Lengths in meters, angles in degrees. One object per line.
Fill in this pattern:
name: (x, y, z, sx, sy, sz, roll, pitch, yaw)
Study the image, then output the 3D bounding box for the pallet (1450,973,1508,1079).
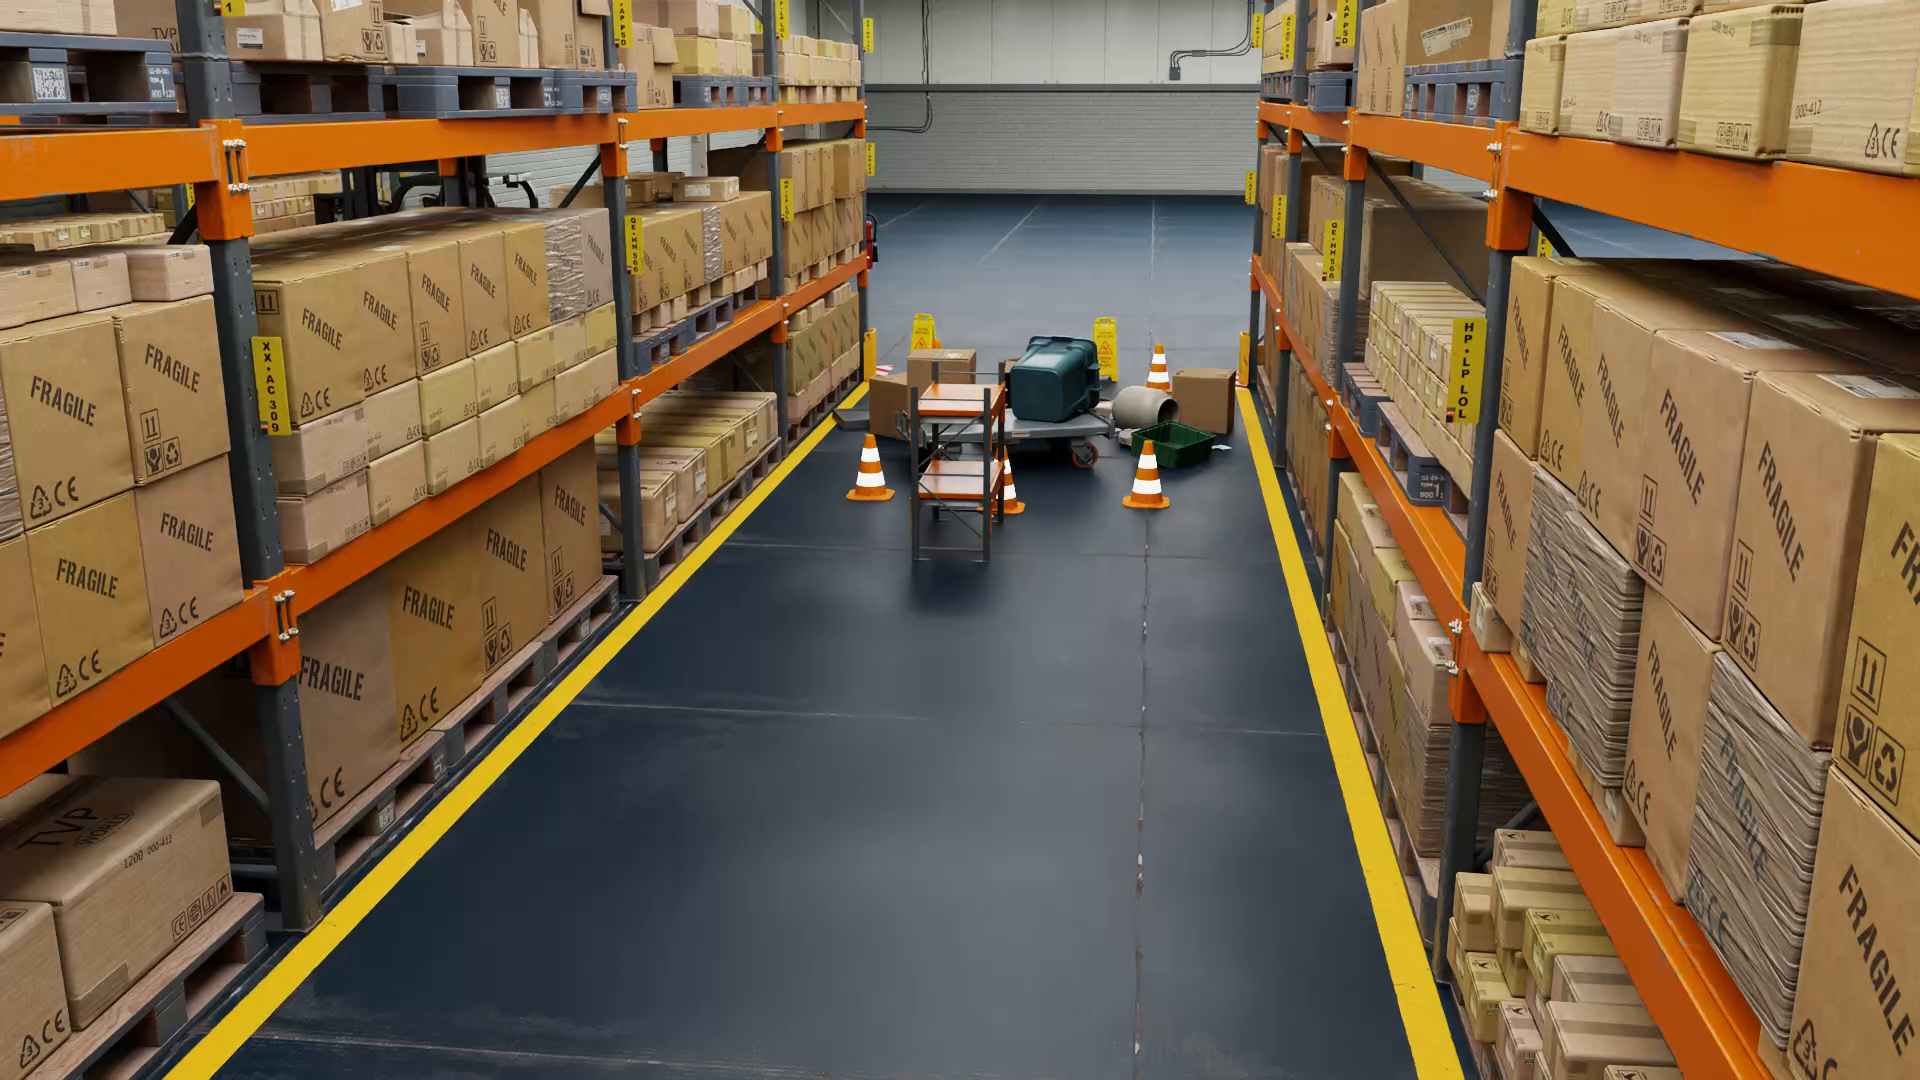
pallet: (2.070, 1.576, 4.931, 1.003, 0.211, 1.213, 2, 15, 6)

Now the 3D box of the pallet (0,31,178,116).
pallet: (-2.922, -1.259, 4.494, 1.003, 0.211, 1.213, 2, 15, 6)

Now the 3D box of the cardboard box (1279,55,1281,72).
cardboard box: (2.851, -3.966, 13.820, 0.380, 0.149, 0.250, 2, 15, 7)

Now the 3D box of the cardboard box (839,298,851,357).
cardboard box: (-1.352, -2.064, 16.075, 0.500, 0.500, 0.500, 2, 15, 8)

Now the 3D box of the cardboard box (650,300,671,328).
cardboard box: (-2.005, -1.405, 10.288, 0.380, 0.149, 0.250, 1, 15, 3)

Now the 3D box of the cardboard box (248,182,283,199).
cardboard box: (-6.452, -3.201, 15.249, 0.380, 0.149, 0.250, 2, 15, 6)

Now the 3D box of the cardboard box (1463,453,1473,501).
cardboard box: (1.987, -0.203, 5.845, 0.380, 0.149, 0.250, 2, 15, 7)

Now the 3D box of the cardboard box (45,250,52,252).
cardboard box: (-6.840, -1.923, 11.857, 0.500, 0.250, 0.500, 2, 15, 7)

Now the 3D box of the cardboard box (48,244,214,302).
cardboard box: (-2.538, -0.820, 5.099, 0.380, 0.149, 0.250, 1, 15, 5)

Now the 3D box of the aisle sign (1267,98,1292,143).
aisle sign: (3.174, -4.340, 16.486, 0.394, 0.787, 0.004, 2, 15, 6)

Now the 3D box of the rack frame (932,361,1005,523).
rack frame: (0.057, -0.673, 11.496, 0.500, 1.125, 0.032, 2, 15, 6)

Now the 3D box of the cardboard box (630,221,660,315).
cardboard box: (-2.087, -1.607, 9.793, 0.500, 0.500, 0.500, 1, 15, 5)

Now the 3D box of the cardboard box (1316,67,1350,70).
cardboard box: (2.697, -3.505, 11.894, 0.258, 0.266, 0.396, 1, 15, 5)

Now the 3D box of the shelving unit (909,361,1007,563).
shelving unit: (-0.001, -0.541, 11.009, 0.538, 1.125, 1.048, 2, 15, 6)

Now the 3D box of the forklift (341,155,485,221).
forklift: (-4.479, -2.248, 13.862, 1.130, 2.935, 3.031, -4, 16, -14)

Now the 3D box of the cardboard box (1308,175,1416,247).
cardboard box: (2.963, -2.423, 12.268, 0.700, 0.500, 0.500, 1, 15, 5)

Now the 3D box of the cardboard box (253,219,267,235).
cardboard box: (-6.497, -2.577, 14.753, 0.500, 0.500, 0.500, 2, 15, 7)

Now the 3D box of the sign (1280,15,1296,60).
sign: (2.461, -3.772, 12.478, 0.100, 0.325, 0.005, 2, 15, 6)

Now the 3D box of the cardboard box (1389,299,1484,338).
cardboard box: (2.227, -1.036, 7.783, 0.380, 0.149, 0.250, 1, 15, 4)

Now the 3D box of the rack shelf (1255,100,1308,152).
rack shelf: (3.239, -3.640, 14.509, 1.077, 0.370, 4.000, 2, 15, 6)

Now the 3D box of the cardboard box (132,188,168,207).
cardboard box: (-7.044, -2.946, 14.306, 0.380, 0.149, 0.250, 1, 15, 5)

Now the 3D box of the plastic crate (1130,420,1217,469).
plastic crate: (1.731, -0.775, 13.557, 0.450, 0.188, 0.662, 22, 25, 31)

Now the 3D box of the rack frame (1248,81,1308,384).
rack frame: (3.464, -3.058, 16.725, 1.000, 3.000, 0.127, 2, 15, 6)

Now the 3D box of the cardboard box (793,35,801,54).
cardboard box: (-1.518, -4.060, 13.639, 0.380, 0.149, 0.250, 1, 15, 4)

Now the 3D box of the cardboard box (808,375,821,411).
cardboard box: (-1.533, -1.299, 14.684, 0.500, 0.250, 0.500, 3, 15, 9)

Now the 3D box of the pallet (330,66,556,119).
pallet: (-2.511, -2.001, 7.431, 1.003, 0.211, 1.213, 2, 15, 9)

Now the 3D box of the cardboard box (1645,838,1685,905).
cardboard box: (1.669, 0.653, 3.481, 0.380, 0.149, 0.250, 2, 15, 8)

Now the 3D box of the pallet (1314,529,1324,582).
pallet: (2.726, 0.161, 10.163, 1.003, 0.211, 1.213, 2, 15, 6)

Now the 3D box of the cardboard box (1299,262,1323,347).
cardboard box: (2.514, -1.548, 10.949, 0.500, 0.500, 0.500, 2, 15, 7)

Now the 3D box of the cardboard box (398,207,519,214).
cardboard box: (-2.667, -1.513, 8.904, 0.500, 0.500, 0.500, 1, 15, 4)

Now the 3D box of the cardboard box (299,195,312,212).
cardboard box: (-6.397, -3.191, 15.781, 0.380, 0.149, 0.250, 2, 15, 6)

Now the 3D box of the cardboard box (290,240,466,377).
cardboard box: (-2.395, -0.965, 6.876, 0.500, 0.500, 0.500, 1, 15, 5)

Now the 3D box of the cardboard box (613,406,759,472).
cardboard box: (-2.051, -0.752, 12.425, 0.950, 0.372, 0.625, 3, 15, 10)

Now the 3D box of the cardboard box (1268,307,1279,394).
cardboard box: (3.356, -1.829, 15.446, 0.875, 0.875, 0.875, 1, 15, 5)

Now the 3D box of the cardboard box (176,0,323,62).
cardboard box: (-2.415, -1.771, 5.670, 0.396, 0.266, 0.258, 2, 15, 6)

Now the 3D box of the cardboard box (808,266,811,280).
cardboard box: (-1.524, -2.361, 14.629, 0.380, 0.149, 0.250, 2, 15, 6)

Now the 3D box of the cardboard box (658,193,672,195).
cardboard box: (-2.255, -2.422, 12.805, 0.500, 0.500, 0.500, 2, 15, 8)

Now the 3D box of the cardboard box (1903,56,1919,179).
cardboard box: (1.498, -0.542, 1.961, 0.500, 0.250, 0.500, 2, 15, 6)

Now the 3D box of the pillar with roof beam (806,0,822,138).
pillar with roof beam: (0.291, -13.719, 44.657, 9.100, 9.000, 0.400, 2, 15, 6)

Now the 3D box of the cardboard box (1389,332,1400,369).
cardboard box: (2.224, -0.884, 7.790, 0.380, 0.149, 0.250, 2, 15, 7)

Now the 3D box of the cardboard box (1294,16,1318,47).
cardboard box: (2.814, -3.926, 12.910, 0.500, 0.250, 0.500, 2, 15, 6)

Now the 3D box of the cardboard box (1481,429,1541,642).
cardboard box: (1.804, -0.017, 4.715, 0.500, 0.500, 0.500, 1, 15, 5)

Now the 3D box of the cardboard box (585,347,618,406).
cardboard box: (-2.167, -0.892, 9.000, 0.500, 0.250, 0.500, 1, 15, 4)

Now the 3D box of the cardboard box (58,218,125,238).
cardboard box: (-6.758, -2.422, 12.939, 0.380, 0.149, 0.250, 2, 15, 6)

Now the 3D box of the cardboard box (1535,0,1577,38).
cardboard box: (1.818, -1.445, 4.342, 0.500, 0.250, 0.500, 2, 15, 8)

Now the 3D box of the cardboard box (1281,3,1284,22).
cardboard box: (2.851, -4.350, 13.715, 0.380, 0.149, 0.250, 2, 15, 6)

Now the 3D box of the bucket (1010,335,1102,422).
bucket: (0.738, -1.277, 13.499, 0.726, 0.611, 0.620, 7, 27, 25)

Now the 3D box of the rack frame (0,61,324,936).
rack frame: (-2.819, -0.065, 5.657, 1.000, 3.000, 0.127, 2, 15, 6)

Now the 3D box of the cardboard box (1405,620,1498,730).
cardboard box: (1.943, 0.496, 6.130, 0.500, 0.250, 0.500, 1, 15, 5)

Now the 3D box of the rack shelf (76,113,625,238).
rack shelf: (-2.594, -1.685, 7.278, 1.077, 0.370, 4.000, 2, 15, 6)

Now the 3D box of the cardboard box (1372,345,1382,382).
cardboard box: (2.280, -0.885, 8.365, 0.380, 0.149, 0.250, 2, 15, 9)

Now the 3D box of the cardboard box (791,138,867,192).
cardboard box: (-1.306, -3.713, 16.471, 0.700, 0.500, 0.500, 1, 15, 5)

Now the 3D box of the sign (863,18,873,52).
sign: (-0.916, -5.031, 16.580, 0.100, 0.325, 0.005, 2, 15, 6)

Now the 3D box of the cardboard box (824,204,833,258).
cardboard box: (-1.450, -2.830, 15.121, 0.500, 0.500, 0.500, 2, 15, 7)

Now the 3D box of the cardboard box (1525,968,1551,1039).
cardboard box: (1.820, 1.301, 4.690, 0.380, 0.149, 0.250, 2, 15, 6)

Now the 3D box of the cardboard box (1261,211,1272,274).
cardboard box: (3.239, -2.748, 15.291, 0.875, 0.550, 0.550, 2, 15, 6)
